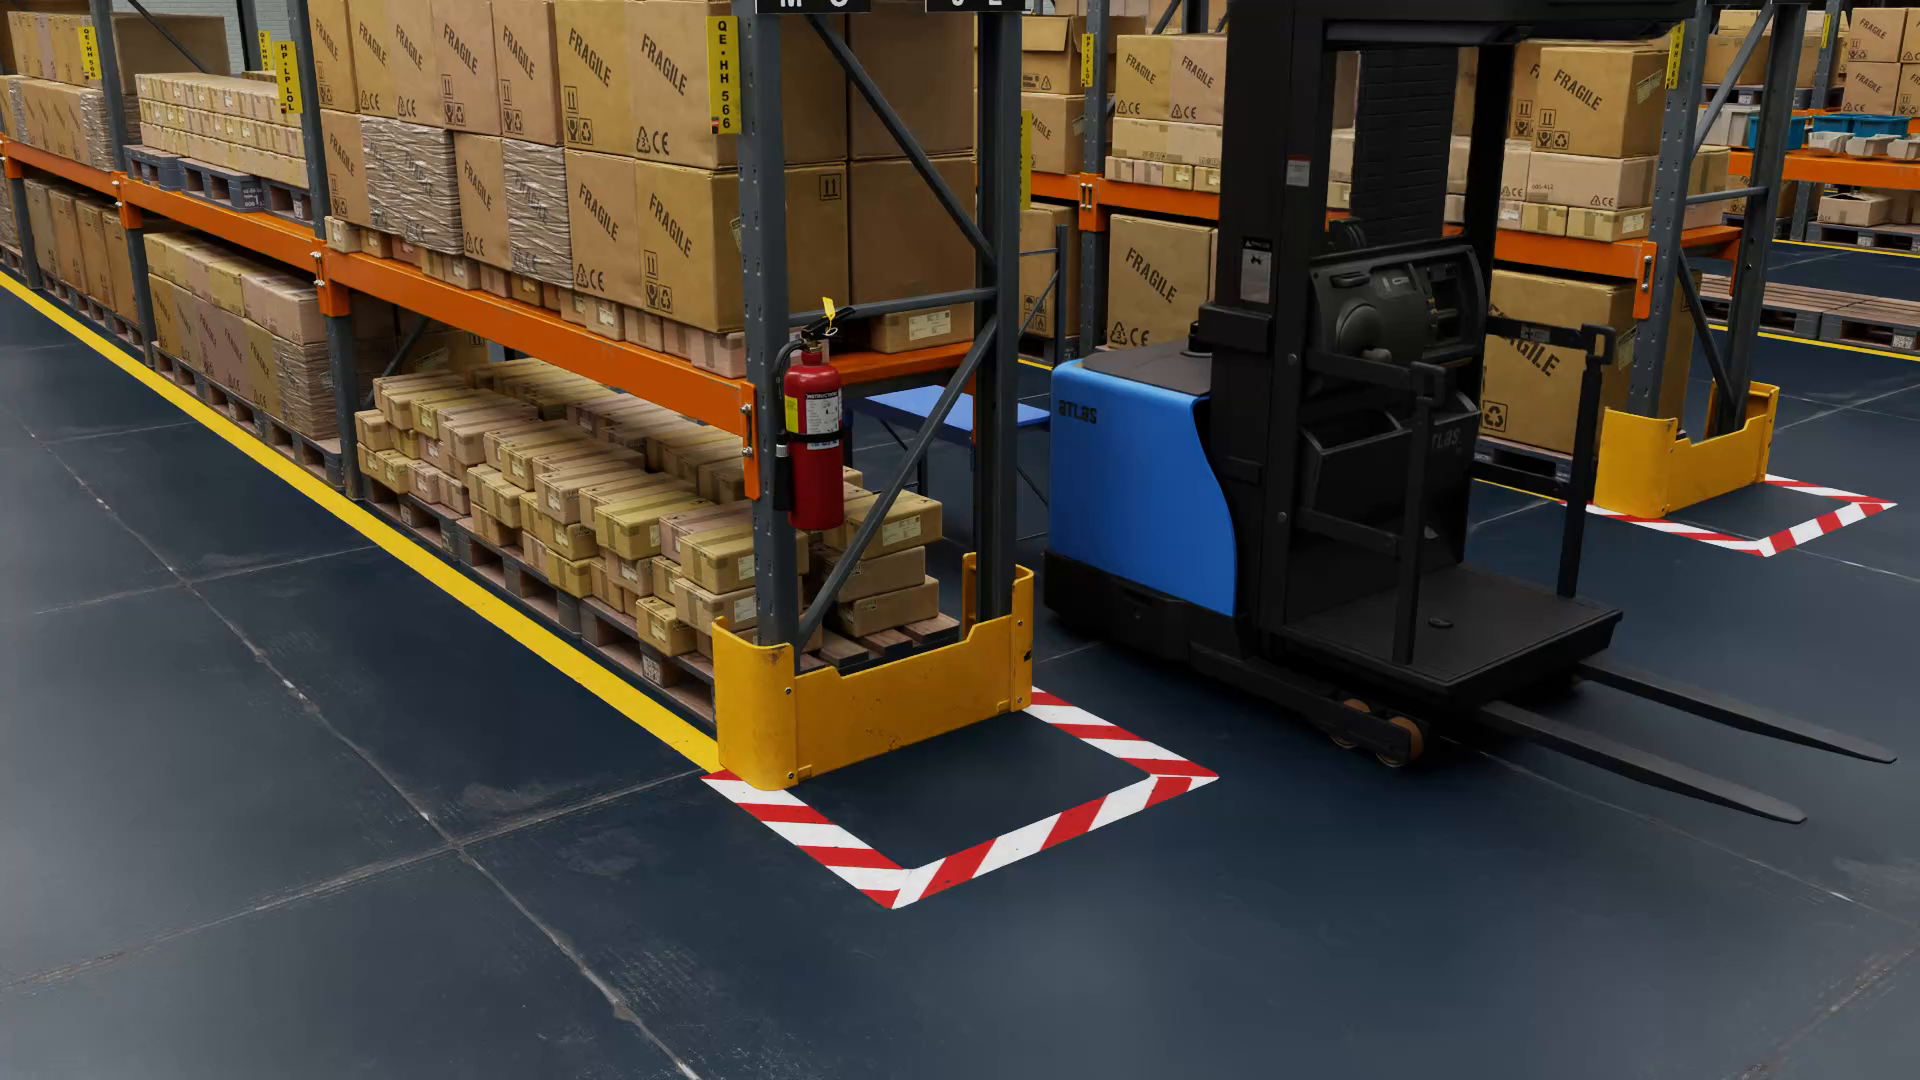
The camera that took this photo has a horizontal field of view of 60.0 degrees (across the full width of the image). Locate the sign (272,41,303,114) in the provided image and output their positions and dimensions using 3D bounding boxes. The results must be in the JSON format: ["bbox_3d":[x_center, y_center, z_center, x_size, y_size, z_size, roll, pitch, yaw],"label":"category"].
[{"bbox_3d":[-3.146,-2.163,7.781,0.100,0.325,0.005,-14,23,-36],"label":"sign"}]

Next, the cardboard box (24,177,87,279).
[{"bbox_3d":[-7.224,-2.690,14.125,1.050,0.750,0.750,-14,23,-36],"label":"cardboard box"}]

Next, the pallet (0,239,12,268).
[{"bbox_3d":[-8.853,-2.874,16.205,1.003,0.211,1.213,-14,23,-36],"label":"pallet"}]

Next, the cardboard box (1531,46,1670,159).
[{"bbox_3d":[3.213,-2.175,8.231,0.500,0.500,0.500,-14,23,-35],"label":"cardboard box"}]

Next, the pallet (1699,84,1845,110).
[{"bbox_3d":[8.595,-4.725,17.667,1.003,0.211,1.213,-14,23,-36],"label":"pallet"}]

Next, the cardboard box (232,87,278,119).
[{"bbox_3d":[-3.755,-2.402,9.130,0.380,0.149,0.250,-15,23,-38],"label":"cardboard box"}]

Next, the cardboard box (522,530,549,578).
[{"bbox_3d":[-1.580,0.022,6.890,0.380,0.149,0.250,-13,23,-35],"label":"cardboard box"}]

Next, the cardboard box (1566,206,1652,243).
[{"bbox_3d":[3.242,-1.584,8.275,0.380,0.149,0.250,-13,23,-35],"label":"cardboard box"}]

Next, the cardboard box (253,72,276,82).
[{"bbox_3d":[-4.379,-2.977,10.867,0.380,0.149,0.250,-14,23,-37],"label":"cardboard box"}]

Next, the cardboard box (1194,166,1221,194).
[{"bbox_3d":[1.653,-2.215,10.179,0.380,0.149,0.250,-15,23,-38],"label":"cardboard box"}]

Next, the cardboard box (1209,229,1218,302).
[{"bbox_3d":[2.144,-1.456,10.201,0.875,0.875,0.875,-14,23,-36],"label":"cardboard box"}]

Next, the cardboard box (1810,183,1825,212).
[{"bbox_3d":[8.896,-3.787,17.805,0.500,0.500,0.500,-15,24,-39],"label":"cardboard box"}]

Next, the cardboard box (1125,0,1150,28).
[{"bbox_3d":[2.823,-7.712,24.158,0.700,0.500,0.500,-14,23,-36],"label":"cardboard box"}]

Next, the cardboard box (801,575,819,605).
[{"bbox_3d":[-0.531,0.177,6.423,0.380,0.149,0.250,-14,23,-36],"label":"cardboard box"}]

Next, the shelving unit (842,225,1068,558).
[{"bbox_3d":[-0.053,-0.733,7.690,0.538,1.500,1.048,-14,23,-36],"label":"shelving unit"}]

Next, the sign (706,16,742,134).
[{"bbox_3d":[-0.677,-1.333,4.772,0.100,0.325,0.005,-14,23,-36],"label":"sign"}]

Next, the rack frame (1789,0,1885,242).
[{"bbox_3d":[9.006,-4.598,16.977,1.000,3.000,0.127,-14,23,-36],"label":"rack frame"}]

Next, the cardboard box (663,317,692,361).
[{"bbox_3d":[-0.778,-0.711,5.639,0.380,0.149,0.250,-14,23,-36],"label":"cardboard box"}]

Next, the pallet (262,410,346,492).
[{"bbox_3d":[-3.198,-0.590,9.310,1.003,0.211,1.213,-14,23,-36],"label":"pallet"}]

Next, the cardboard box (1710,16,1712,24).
[{"bbox_3d":[10.165,-7.195,22.929,0.250,0.149,0.380,17,25,41],"label":"cardboard box"}]

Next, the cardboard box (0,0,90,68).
[{"bbox_3d":[-7.882,-4.375,14.348,0.875,0.550,0.550,-14,23,-36],"label":"cardboard box"}]

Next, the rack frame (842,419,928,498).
[{"bbox_3d":[-0.369,-0.858,8.068,0.500,1.500,0.032,-14,23,-36],"label":"rack frame"}]

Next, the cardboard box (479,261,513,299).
[{"bbox_3d":[-1.735,-1.098,6.805,0.380,0.149,0.250,-13,22,-34],"label":"cardboard box"}]

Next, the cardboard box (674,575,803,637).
[{"bbox_3d":[-0.781,0.201,5.876,0.380,0.149,0.250,-15,23,-38],"label":"cardboard box"}]

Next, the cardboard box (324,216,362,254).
[{"bbox_3d":[-2.794,-1.470,7.929,0.380,0.149,0.250,-13,22,-34],"label":"cardboard box"}]

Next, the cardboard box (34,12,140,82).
[{"bbox_3d":[-6.733,-3.844,12.949,0.700,0.500,0.500,-14,23,-36],"label":"cardboard box"}]

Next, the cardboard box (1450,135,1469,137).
[{"bbox_3d":[2.998,-2.172,9.417,0.500,0.250,0.500,-15,23,-38],"label":"cardboard box"}]

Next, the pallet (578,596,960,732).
[{"bbox_3d":[-0.753,0.361,6.437,1.003,0.211,1.213,-14,23,-36],"label":"pallet"}]

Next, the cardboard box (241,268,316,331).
[{"bbox_3d":[-3.682,-1.355,9.298,0.500,0.250,0.500,-13,22,-34],"label":"cardboard box"}]

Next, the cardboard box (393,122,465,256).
[{"bbox_3d":[-2.006,-1.488,6.953,0.500,0.500,0.500,-15,23,-37],"label":"cardboard box"}]

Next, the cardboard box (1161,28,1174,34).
[{"bbox_3d":[3.071,-7.201,23.647,0.380,0.149,0.250,-14,23,-36],"label":"cardboard box"}]

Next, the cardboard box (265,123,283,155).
[{"bbox_3d":[-3.431,-2.130,8.781,0.380,0.149,0.250,-13,22,-34],"label":"cardboard box"}]

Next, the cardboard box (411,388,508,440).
[{"bbox_3d":[-2.341,-0.594,7.804,0.380,0.149,0.250,-14,23,-37],"label":"cardboard box"}]

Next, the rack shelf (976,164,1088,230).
[{"bbox_3d":[-0.004,-2.817,12.743,1.077,0.370,4.000,-14,23,-36],"label":"rack shelf"}]

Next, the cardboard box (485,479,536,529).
[{"bbox_3d":[-1.774,-0.181,7.030,0.380,0.149,0.250,-14,23,-36],"label":"cardboard box"}]

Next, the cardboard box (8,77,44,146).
[{"bbox_3d":[-7.251,-3.435,13.305,0.500,0.500,0.500,-14,23,-36],"label":"cardboard box"}]

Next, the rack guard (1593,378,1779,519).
[{"bbox_3d":[3.736,-0.488,8.540,1.175,0.500,0.348,-14,23,-36],"label":"rack guard"}]

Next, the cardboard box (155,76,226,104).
[{"bbox_3d":[-4.744,-2.792,10.308,0.380,0.149,0.250,-14,23,-36],"label":"cardboard box"}]

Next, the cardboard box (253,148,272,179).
[{"bbox_3d":[-3.585,-2.049,9.012,0.380,0.149,0.250,-15,24,-39],"label":"cardboard box"}]

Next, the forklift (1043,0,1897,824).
[{"bbox_3d":[1.670,-0.808,5.641,1.130,2.935,3.031,-15,23,-37],"label":"forklift"}]

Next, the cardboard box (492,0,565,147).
[{"bbox_3d":[-1.353,-1.716,6.049,0.500,0.500,0.500,-13,22,-33],"label":"cardboard box"}]

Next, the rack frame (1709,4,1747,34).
[{"bbox_3d":[10.403,-6.552,22.877,1.000,3.000,0.127,-14,23,-36],"label":"rack frame"}]

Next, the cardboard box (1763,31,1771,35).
[{"bbox_3d":[10.822,-6.449,21.903,0.500,0.500,0.500,-13,22,-34],"label":"cardboard box"}]

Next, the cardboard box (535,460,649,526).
[{"bbox_3d":[-1.450,-0.190,6.585,0.380,0.149,0.250,-13,22,-34],"label":"cardboard box"}]

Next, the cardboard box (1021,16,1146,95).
[{"bbox_3d":[0.835,-3.345,11.438,0.797,0.503,0.637,-15,23,-38],"label":"cardboard box"}]

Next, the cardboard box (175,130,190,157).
[{"bbox_3d":[-4.574,-2.440,10.191,0.380,0.149,0.250,-13,22,-34],"label":"cardboard box"}]

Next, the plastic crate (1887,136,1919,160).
[{"bbox_3d":[6.787,-2.790,11.840,0.396,0.136,0.243,-14,23,-36],"label":"plastic crate"}]

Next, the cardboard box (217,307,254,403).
[{"bbox_3d":[-4.003,-1.122,9.788,0.500,0.500,0.500,-15,23,-37],"label":"cardboard box"}]

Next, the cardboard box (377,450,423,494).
[{"bbox_3d":[-2.574,-0.351,8.017,0.380,0.149,0.250,-13,22,-35],"label":"cardboard box"}]

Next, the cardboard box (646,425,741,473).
[{"bbox_3d":[-1.121,-0.381,7.163,0.380,0.149,0.250,-14,23,-35],"label":"cardboard box"}]

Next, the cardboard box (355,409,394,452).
[{"bbox_3d":[-2.739,-0.558,8.170,0.380,0.149,0.250,-13,22,-34],"label":"cardboard box"}]

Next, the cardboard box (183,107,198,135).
[{"bbox_3d":[-4.405,-2.516,9.947,0.380,0.149,0.250,-14,23,-36],"label":"cardboard box"}]

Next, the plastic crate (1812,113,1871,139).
[{"bbox_3d":[6.705,-3.119,12.682,0.416,0.233,0.300,-14,23,-36],"label":"plastic crate"}]

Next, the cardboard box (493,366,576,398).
[{"bbox_3d":[-2.098,-0.759,8.303,0.380,0.149,0.250,-14,23,-35],"label":"cardboard box"}]

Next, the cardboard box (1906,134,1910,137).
[{"bbox_3d":[11.827,-5.098,21.239,0.750,0.750,0.750,-13,22,-34],"label":"cardboard box"}]

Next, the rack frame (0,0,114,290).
[{"bbox_3d":[-7.680,-3.694,14.246,1.000,3.000,0.127,-14,23,-36],"label":"rack frame"}]
